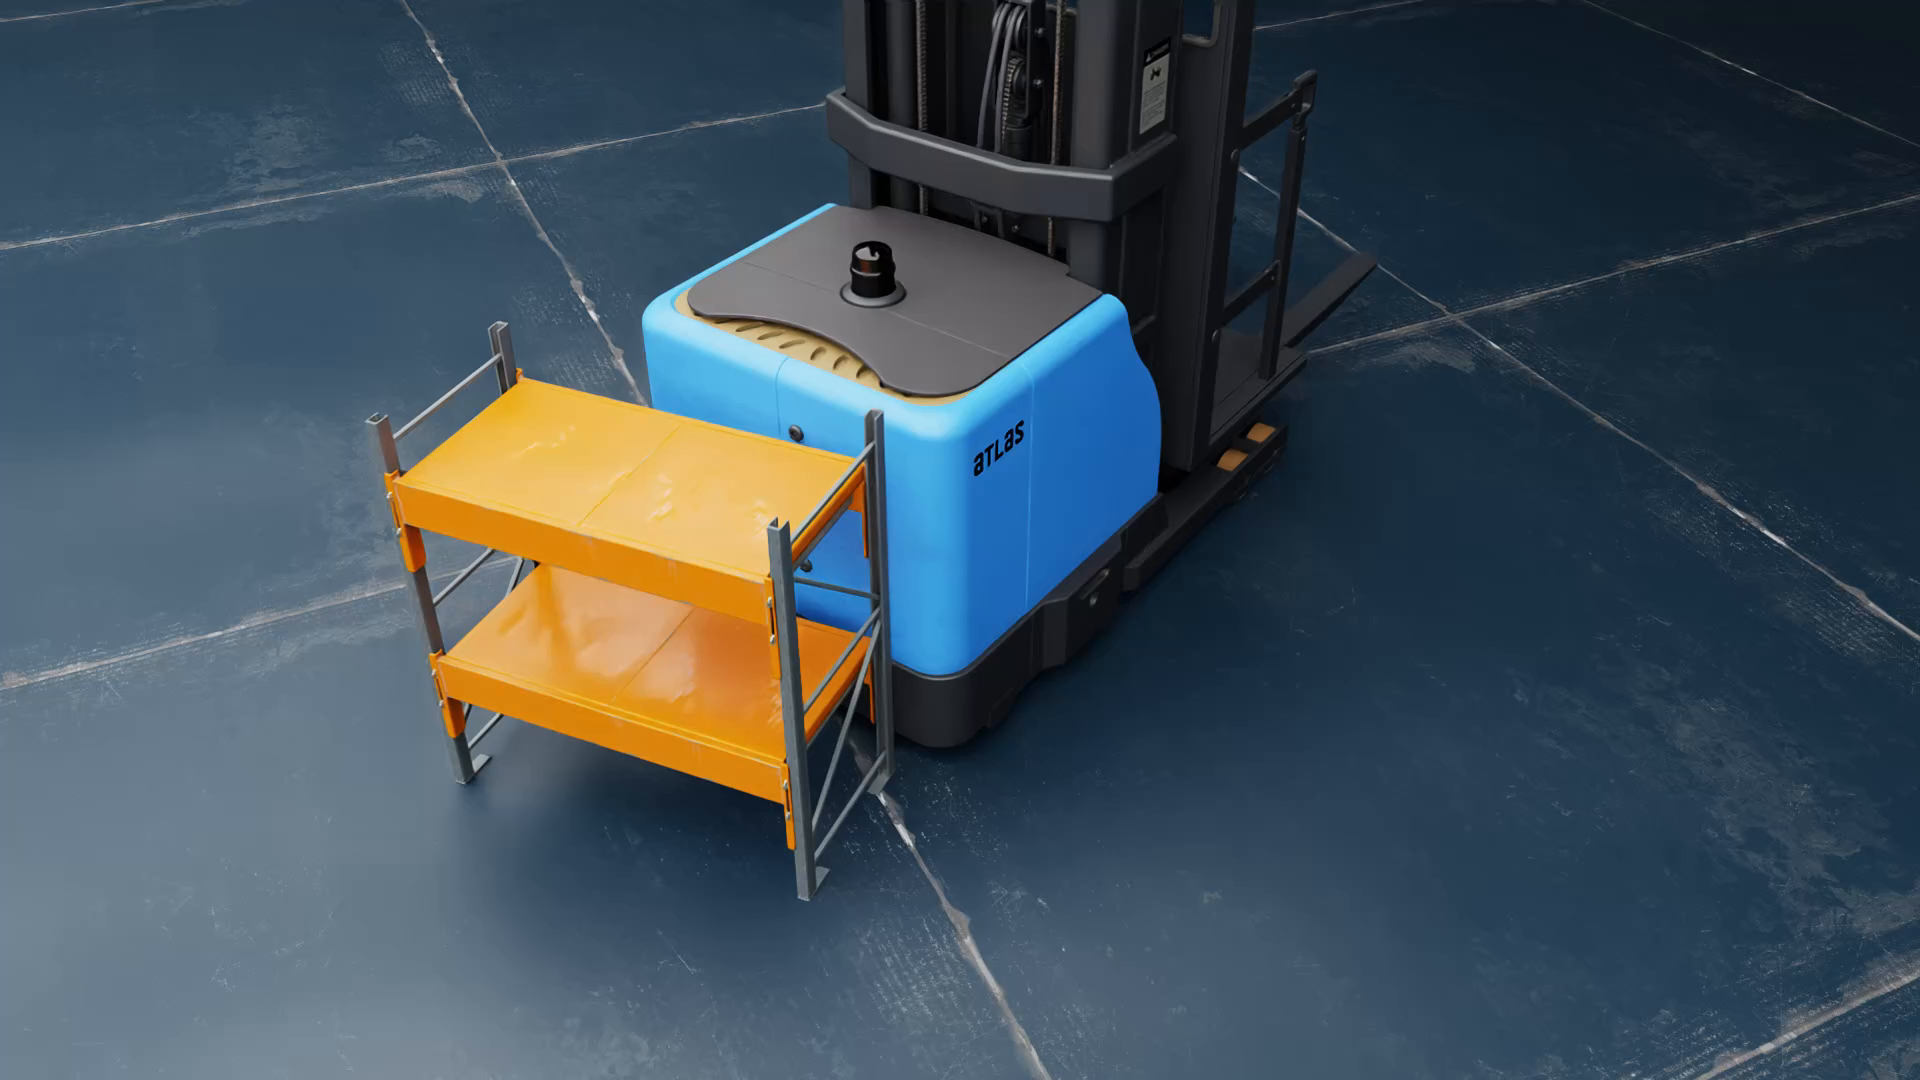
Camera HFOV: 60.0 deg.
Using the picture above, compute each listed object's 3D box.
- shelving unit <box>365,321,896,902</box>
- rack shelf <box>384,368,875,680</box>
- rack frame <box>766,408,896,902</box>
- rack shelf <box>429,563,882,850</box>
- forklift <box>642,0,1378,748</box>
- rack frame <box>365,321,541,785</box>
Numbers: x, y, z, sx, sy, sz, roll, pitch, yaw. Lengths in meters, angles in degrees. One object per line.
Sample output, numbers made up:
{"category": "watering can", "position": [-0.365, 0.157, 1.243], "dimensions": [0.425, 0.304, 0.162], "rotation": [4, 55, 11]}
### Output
{"category": "shelving unit", "position": [-0.752, 0.173, 4.072], "dimensions": [1.048, 1.125, 0.538], "rotation": [14, 39, 18]}
{"category": "rack shelf", "position": [-0.752, -0.062, 3.898], "dimensions": [1.000, 0.278, 0.538], "rotation": [14, 39, 18]}
{"category": "rack frame", "position": [-0.284, 0.292, 3.912], "dimensions": [0.032, 1.125, 0.500], "rotation": [14, 39, 18]}
{"category": "rack shelf", "position": [-0.752, 0.369, 4.218], "dimensions": [1.000, 0.278, 0.538], "rotation": [14, 39, 18]}
{"category": "forklift", "position": [0.433, -1.459, 4.757], "dimensions": [1.130, 2.935, 3.031], "rotation": [23, 42, 28]}
{"category": "rack frame", "position": [-1.219, 0.054, 4.233], "dimensions": [0.032, 1.125, 0.500], "rotation": [14, 39, 18]}
